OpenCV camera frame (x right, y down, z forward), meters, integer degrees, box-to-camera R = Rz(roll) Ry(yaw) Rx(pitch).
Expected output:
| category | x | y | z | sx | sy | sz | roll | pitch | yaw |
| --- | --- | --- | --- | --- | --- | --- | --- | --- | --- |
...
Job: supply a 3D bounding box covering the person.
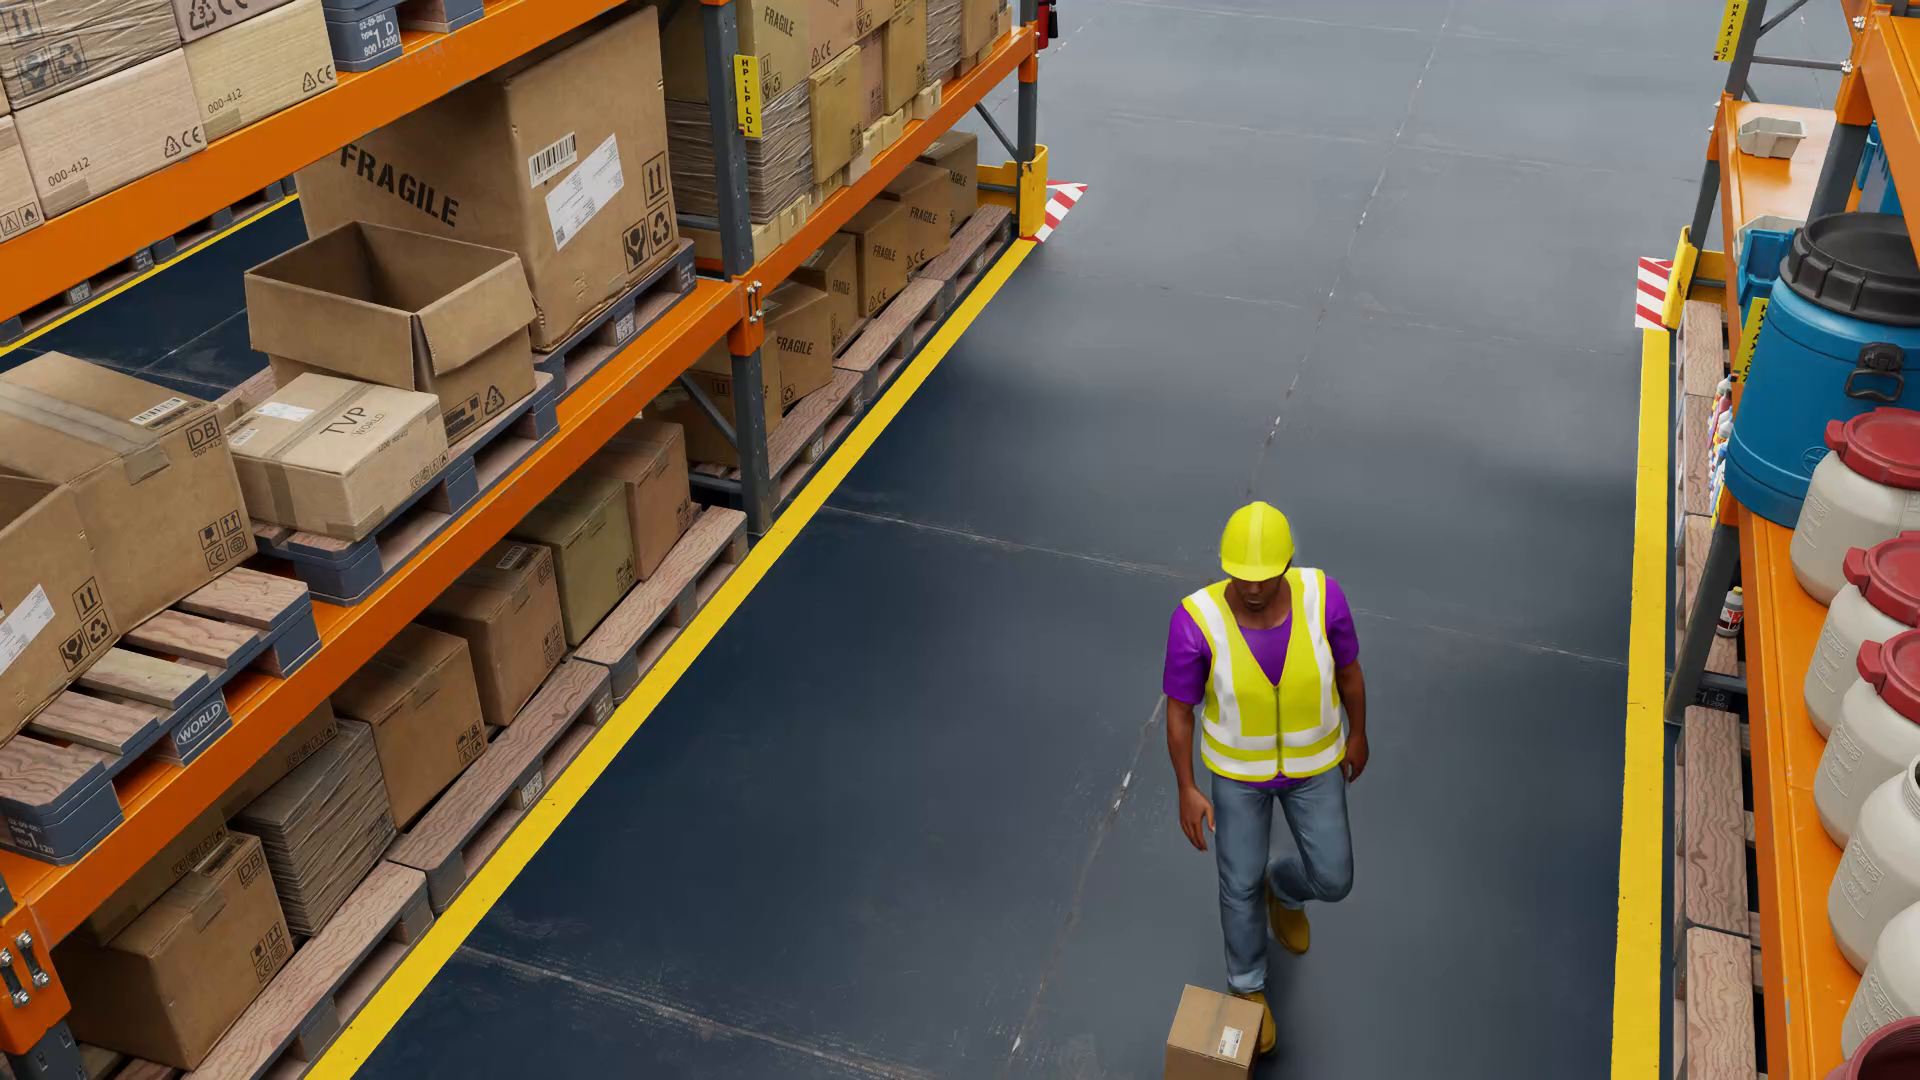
| category | x | y | z | sx | sy | sz | roll | pitch | yaw |
| --- | --- | --- | --- | --- | --- | --- | --- | --- | --- |
| person | 0.934 | 0.721 | 4.995 | 0.663 | 1.759 | 0.618 | 0 | 33 | 0 |
